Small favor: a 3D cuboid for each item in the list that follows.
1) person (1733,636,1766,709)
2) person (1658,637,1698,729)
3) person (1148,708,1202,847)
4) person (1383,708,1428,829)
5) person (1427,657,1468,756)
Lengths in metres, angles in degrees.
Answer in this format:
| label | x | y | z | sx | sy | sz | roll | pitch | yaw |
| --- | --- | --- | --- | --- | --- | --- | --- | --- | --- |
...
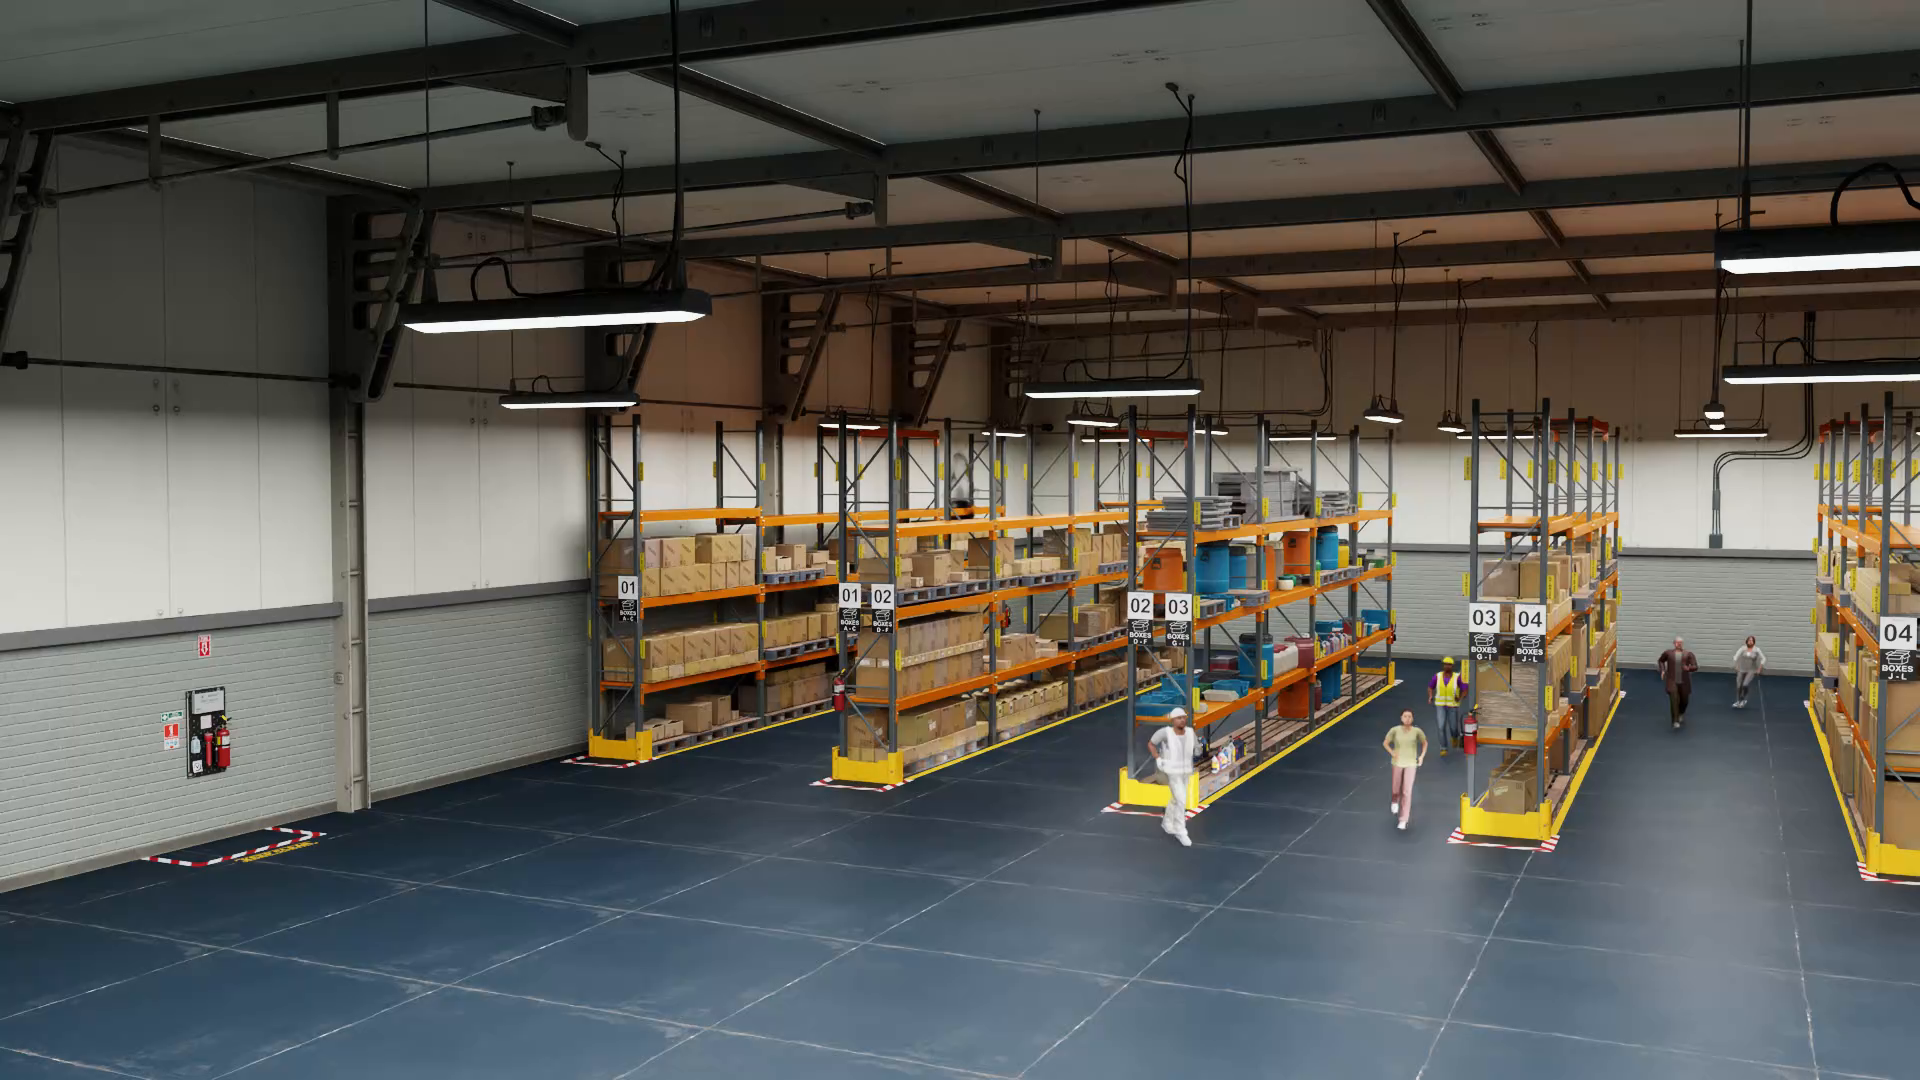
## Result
| label | x | y | z | sx | sy | sz | roll | pitch | yaw |
| --- | --- | --- | --- | --- | --- | --- | --- | --- | --- |
| person | 16.550 | 2.797 | 34.935 | 0.603 | 1.533 | 0.571 | 2 | 3 | 40 |
| person | 14.007 | 2.768 | 32.446 | 0.713 | 1.754 | 1.035 | 1 | 2 | 19 |
| person | 2.945 | 3.161 | 22.481 | 0.668 | 1.809 | 0.819 | -1 | 3 | -28 |
| person | 6.316 | 3.209 | 23.577 | 0.619 | 1.660 | 0.834 | 1 | 2 | 13 |
| person | 8.611 | 2.930 | 29.400 | 0.707 | 1.726 | 0.753 | 1 | 3 | 24 |
